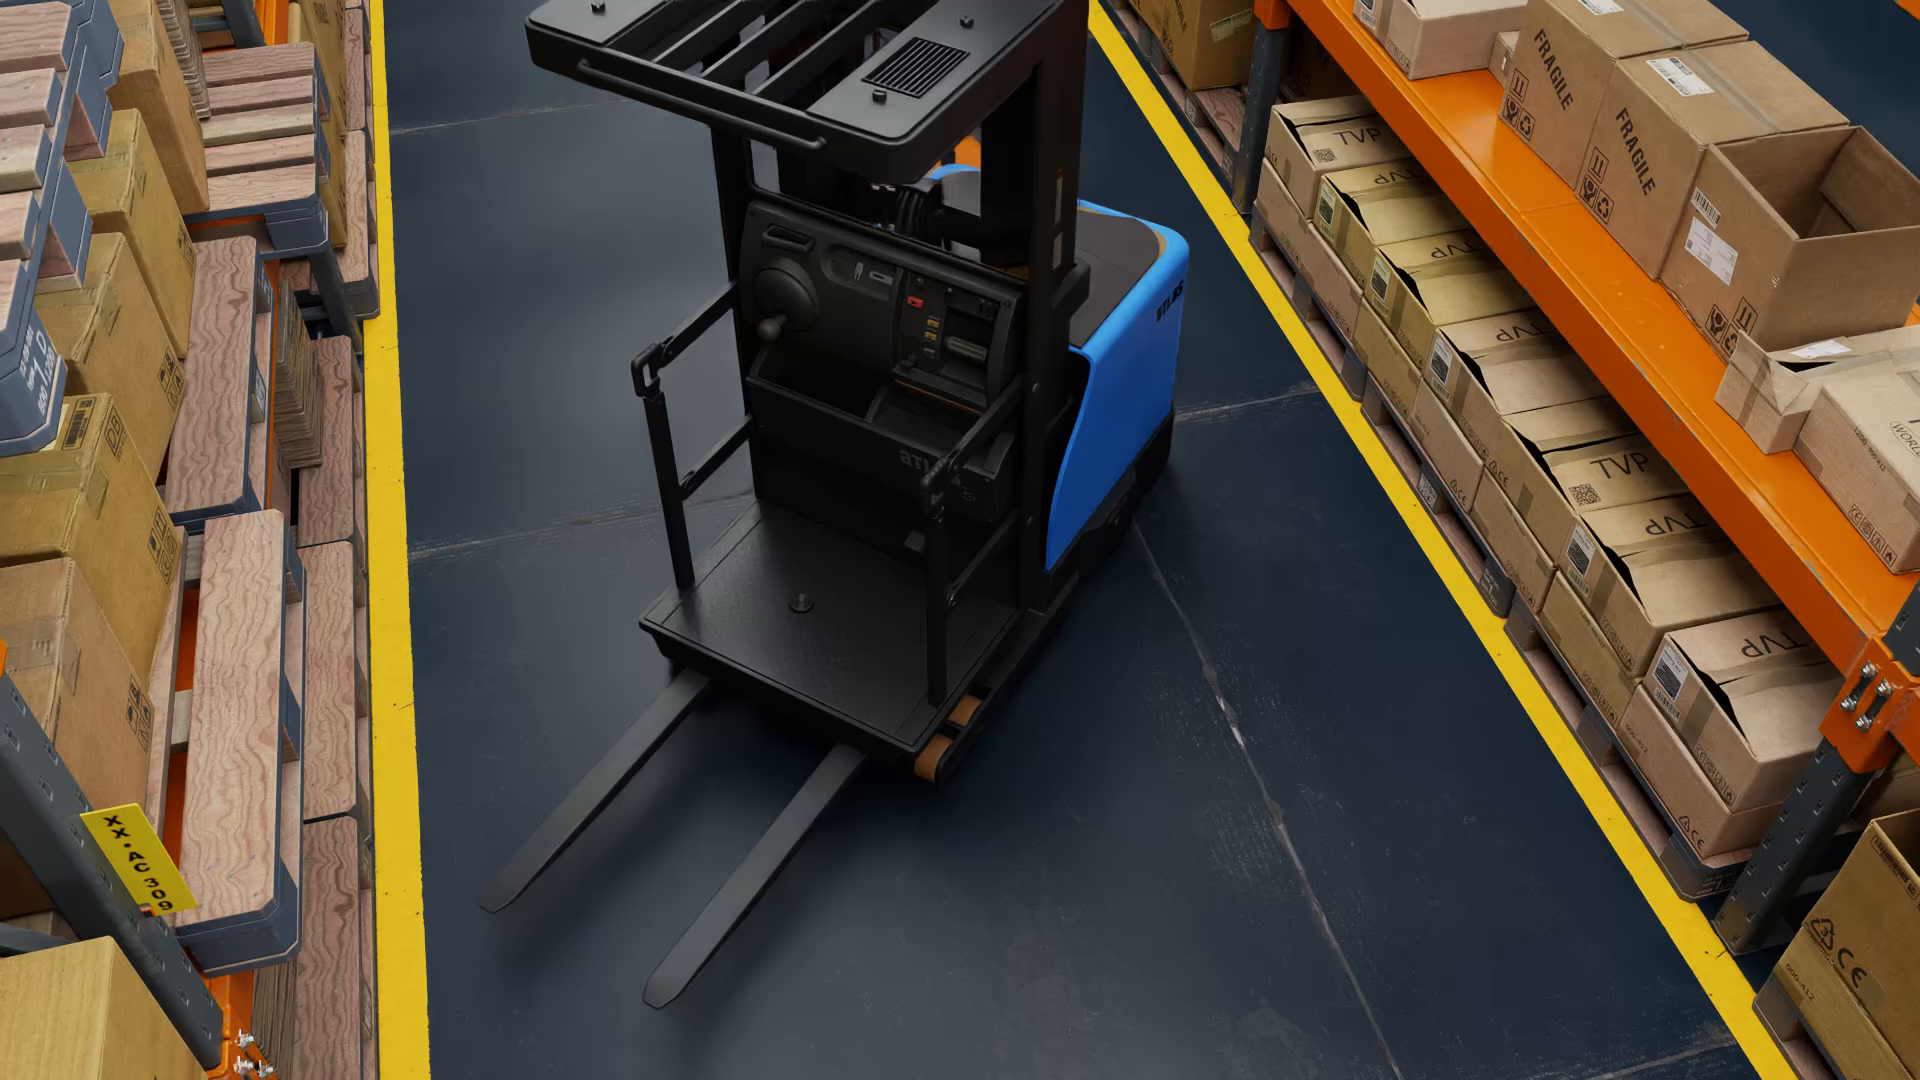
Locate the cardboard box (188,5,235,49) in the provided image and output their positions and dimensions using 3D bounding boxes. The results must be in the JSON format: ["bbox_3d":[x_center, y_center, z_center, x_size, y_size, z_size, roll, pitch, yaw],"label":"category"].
[{"bbox_3d":[-2.876,-1.965,6.237,0.380,0.149,0.250,-11,47,-11],"label":"cardboard box"}]

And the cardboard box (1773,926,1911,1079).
[{"bbox_3d":[2.622,1.268,4.538,0.500,0.250,0.500,-11,47,-10],"label":"cardboard box"}]

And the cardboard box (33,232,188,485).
[{"bbox_3d":[-2.423,-0.397,4.161,0.700,0.500,0.500,-5,46,-5],"label":"cardboard box"}]

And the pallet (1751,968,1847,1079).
[{"bbox_3d":[2.960,1.610,4.524,1.003,0.211,1.213,-11,47,-10],"label":"pallet"}]

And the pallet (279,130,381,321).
[{"bbox_3d":[-3.144,-1.358,7.433,1.003,0.211,1.213,-11,47,-10],"label":"pallet"}]

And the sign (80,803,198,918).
[{"bbox_3d":[-1.469,0.578,2.977,0.100,0.325,0.005,-11,47,-10],"label":"sign"}]

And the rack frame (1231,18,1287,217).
[{"bbox_3d":[1.772,-2.684,6.781,1.000,3.000,0.127,-11,47,-10],"label":"rack frame"}]

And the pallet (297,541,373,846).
[{"bbox_3d":[-2.508,0.580,5.533,1.003,0.211,1.213,-11,47,-10],"label":"pallet"}]

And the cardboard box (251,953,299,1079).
[{"bbox_3d":[-2.196,1.201,4.415,0.700,0.500,0.500,-9,46,-9],"label":"cardboard box"}]

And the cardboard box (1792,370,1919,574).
[{"bbox_3d":[2.628,-0.202,4.453,0.500,0.250,0.500,-8,46,-8],"label":"cardboard box"}]

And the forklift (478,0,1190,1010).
[{"bbox_3d":[-0.363,-0.608,4.794,1.130,2.935,3.031,23,50,21],"label":"forklift"}]

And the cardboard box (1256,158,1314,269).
[{"bbox_3d":[1.623,-1.454,7.206,0.500,0.250,0.500,-11,47,-10],"label":"cardboard box"}]

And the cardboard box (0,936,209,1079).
[{"bbox_3d":[-1.571,1.038,2.698,0.500,0.500,0.500,-11,47,-10],"label":"cardboard box"}]

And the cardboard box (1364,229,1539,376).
[{"bbox_3d":[1.894,-0.936,6.306,0.500,0.311,0.500,-12,47,-11],"label":"cardboard box"}]

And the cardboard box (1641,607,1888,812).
[{"bbox_3d":[2.416,0.469,4.928,0.500,0.311,0.500,-11,47,-10],"label":"cardboard box"}]

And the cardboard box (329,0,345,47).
[{"bbox_3d":[-3.517,-2.894,8.197,0.750,0.750,0.750,-9,46,-9],"label":"cardboard box"}]

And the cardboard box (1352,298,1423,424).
[{"bbox_3d":[1.891,-0.749,6.515,0.500,0.250,0.500,-12,47,-11],"label":"cardboard box"}]

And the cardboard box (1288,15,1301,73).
[{"bbox_3d":[1.793,-2.690,8.229,0.500,0.500,0.500,-12,47,-12],"label":"cardboard box"}]

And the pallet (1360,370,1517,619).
[{"bbox_3d":[2.254,-0.292,6.389,1.003,0.211,1.213,-11,47,-10],"label":"pallet"}]

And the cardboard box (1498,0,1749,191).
[{"bbox_3d":[2.218,-1.564,5.612,0.500,0.500,0.500,-13,47,-12],"label":"cardboard box"}]

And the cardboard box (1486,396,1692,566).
[{"bbox_3d":[2.151,-0.234,5.617,0.500,0.311,0.500,-11,47,-10],"label":"cardboard box"}]

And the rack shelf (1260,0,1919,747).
[{"bbox_3d":[2.285,-1.052,5.684,1.077,0.370,4.000,-11,47,-10],"label":"rack shelf"}]

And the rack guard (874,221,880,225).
[{"bbox_3d":[-0.400,-1.505,7.550,0.587,0.250,0.087,-25,51,-22],"label":"rack guard"}]

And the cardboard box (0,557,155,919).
[{"bbox_3d":[-2.088,0.439,3.342,0.700,0.500,0.500,-11,47,-10],"label":"cardboard box"}]

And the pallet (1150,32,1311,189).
[{"bbox_3d":[1.618,-2.231,8.288,1.003,0.211,1.213,-11,47,-10],"label":"pallet"}]

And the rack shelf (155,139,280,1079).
[{"bbox_3d":[-2.503,-0.143,4.794,1.077,0.370,4.000,-11,47,-10],"label":"rack shelf"}]

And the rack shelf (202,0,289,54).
[{"bbox_3d":[-3.527,-2.905,7.500,1.077,0.370,4.000,-11,47,-10],"label":"rack shelf"}]

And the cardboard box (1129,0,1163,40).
[{"bbox_3d":[1.174,-2.924,8.457,0.500,0.500,0.500,-12,47,-12],"label":"cardboard box"}]

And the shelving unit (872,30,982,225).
[{"bbox_3d":[-0.130,-1.644,6.811,0.587,1.500,1.083,-25,51,-22],"label":"shelving unit"}]

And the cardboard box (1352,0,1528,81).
[{"bbox_3d":[1.814,-2.000,6.172,0.500,0.311,0.500,-11,47,-11],"label":"cardboard box"}]

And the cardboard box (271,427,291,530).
[{"bbox_3d":[-2.761,-0.191,5.779,0.700,0.500,0.500,-11,47,-10],"label":"cardboard box"}]

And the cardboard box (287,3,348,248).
[{"bbox_3d":[-3.077,-1.702,7.029,0.750,0.750,0.750,-11,47,-11],"label":"cardboard box"}]

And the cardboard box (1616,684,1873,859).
[{"bbox_3d":[2.410,0.659,5.135,0.500,0.250,0.500,-11,47,-11],"label":"cardboard box"}]

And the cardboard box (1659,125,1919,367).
[{"bbox_3d":[2.481,-0.855,4.917,0.500,0.500,0.500,-8,46,-7],"label":"cardboard box"}]

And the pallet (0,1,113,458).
[{"bbox_3d":[-2.046,-0.444,2.616,1.213,0.211,1.003,-11,47,-10],"label":"pallet"}]

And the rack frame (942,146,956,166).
[{"bbox_3d":[0.152,-1.334,6.507,0.500,1.500,0.032,-25,51,-22],"label":"rack frame"}]

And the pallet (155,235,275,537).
[{"bbox_3d":[-2.469,-0.350,4.627,1.003,0.211,1.213,-11,47,-10],"label":"pallet"}]

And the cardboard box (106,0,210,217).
[{"bbox_3d":[-2.716,-1.261,5.008,0.700,0.500,0.500,-15,47,-14],"label":"cardboard box"}]

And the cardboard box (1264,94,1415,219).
[{"bbox_3d":[1.623,-1.650,7.005,0.500,0.311,0.500,-9,46,-9],"label":"cardboard box"}]

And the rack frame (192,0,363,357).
[{"bbox_3d":[-3.015,-1.776,5.890,1.000,3.000,0.127,-11,47,-10],"label":"rack frame"}]

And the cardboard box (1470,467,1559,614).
[{"bbox_3d":[2.151,-0.043,5.823,0.500,0.250,0.500,-10,46,-9],"label":"cardboard box"}]

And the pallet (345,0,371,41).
[{"bbox_3d":[-3.769,-3.043,9.084,1.003,0.211,1.213,-11,47,-10],"label":"pallet"}]
